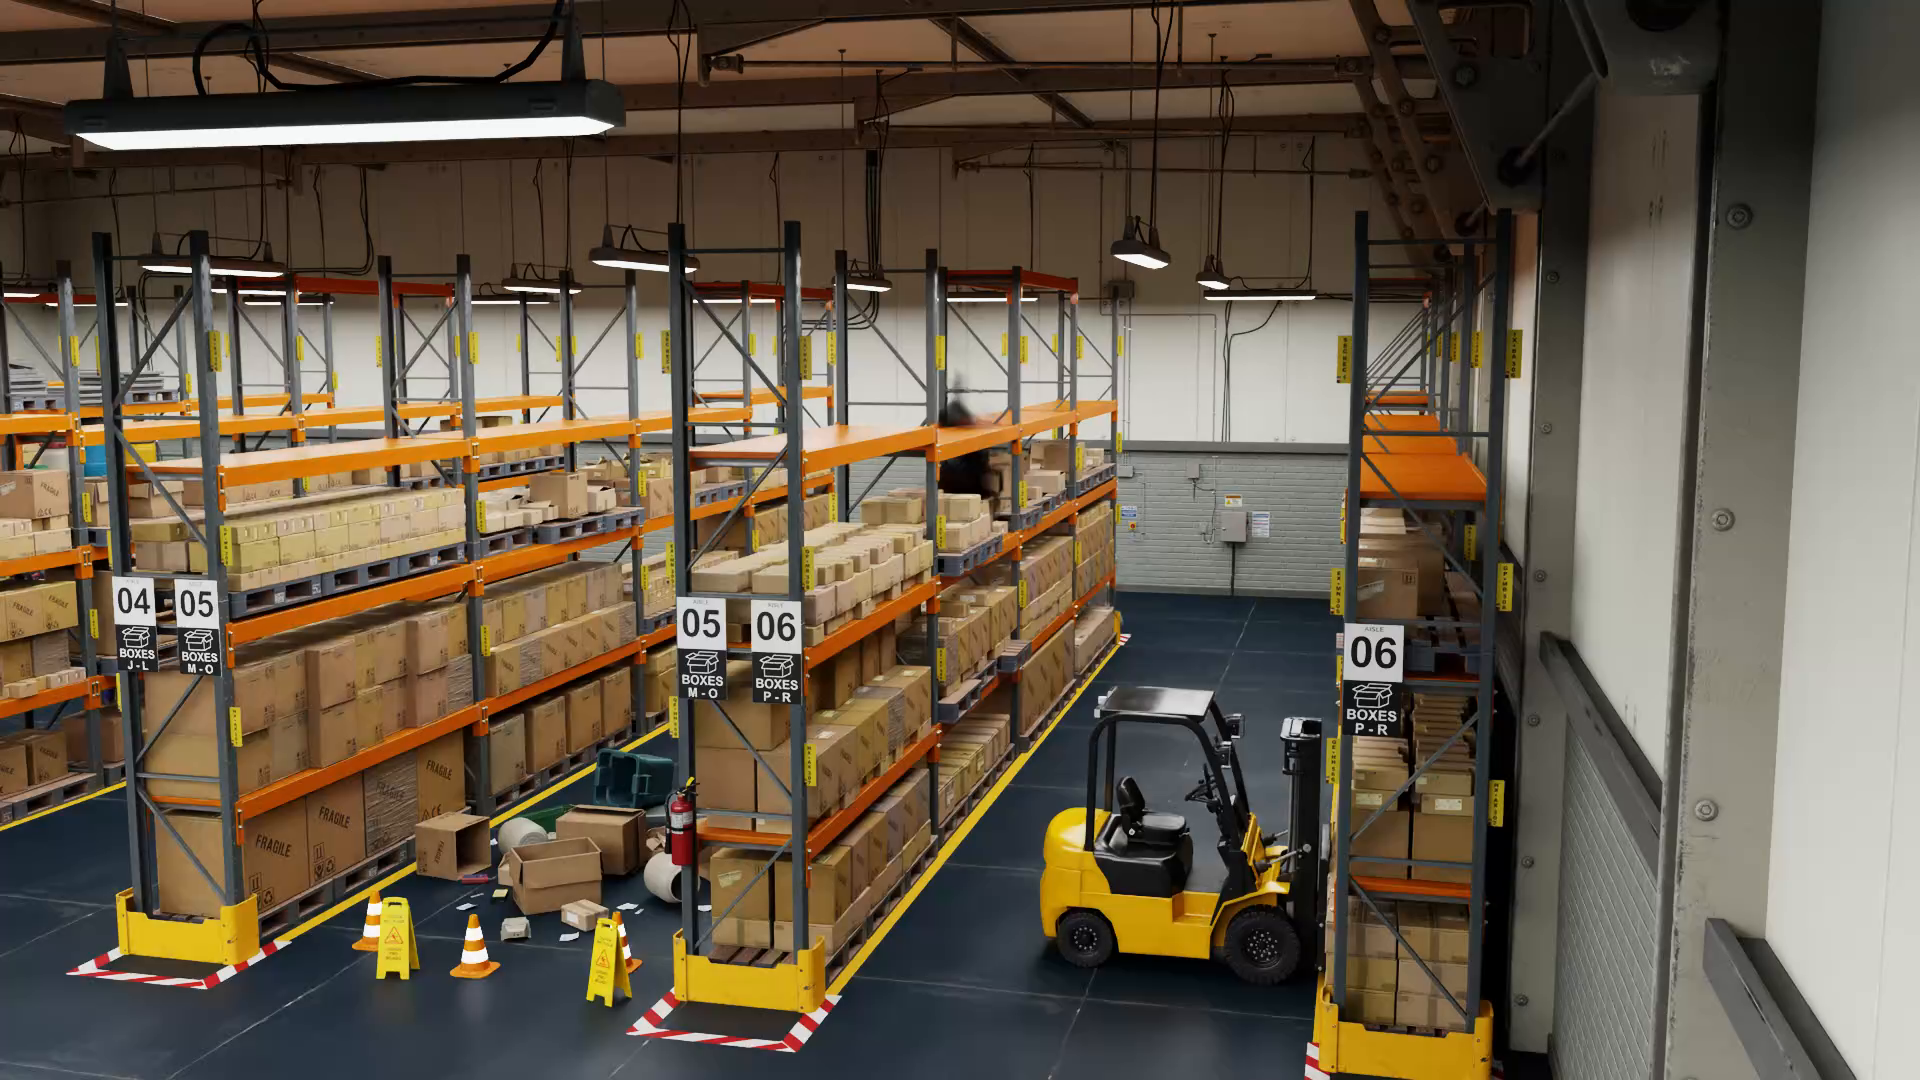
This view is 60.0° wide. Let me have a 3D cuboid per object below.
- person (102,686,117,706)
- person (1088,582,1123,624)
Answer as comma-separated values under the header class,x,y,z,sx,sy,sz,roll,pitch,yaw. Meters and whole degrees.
class,x,y,z,sx,sy,sz,roll,pitch,yaw
person,-11.859,1.521,23.152,0.606,1.648,0.924,0,7,0
person,2.499,0.792,29.507,0.753,1.644,0.770,2,7,17
